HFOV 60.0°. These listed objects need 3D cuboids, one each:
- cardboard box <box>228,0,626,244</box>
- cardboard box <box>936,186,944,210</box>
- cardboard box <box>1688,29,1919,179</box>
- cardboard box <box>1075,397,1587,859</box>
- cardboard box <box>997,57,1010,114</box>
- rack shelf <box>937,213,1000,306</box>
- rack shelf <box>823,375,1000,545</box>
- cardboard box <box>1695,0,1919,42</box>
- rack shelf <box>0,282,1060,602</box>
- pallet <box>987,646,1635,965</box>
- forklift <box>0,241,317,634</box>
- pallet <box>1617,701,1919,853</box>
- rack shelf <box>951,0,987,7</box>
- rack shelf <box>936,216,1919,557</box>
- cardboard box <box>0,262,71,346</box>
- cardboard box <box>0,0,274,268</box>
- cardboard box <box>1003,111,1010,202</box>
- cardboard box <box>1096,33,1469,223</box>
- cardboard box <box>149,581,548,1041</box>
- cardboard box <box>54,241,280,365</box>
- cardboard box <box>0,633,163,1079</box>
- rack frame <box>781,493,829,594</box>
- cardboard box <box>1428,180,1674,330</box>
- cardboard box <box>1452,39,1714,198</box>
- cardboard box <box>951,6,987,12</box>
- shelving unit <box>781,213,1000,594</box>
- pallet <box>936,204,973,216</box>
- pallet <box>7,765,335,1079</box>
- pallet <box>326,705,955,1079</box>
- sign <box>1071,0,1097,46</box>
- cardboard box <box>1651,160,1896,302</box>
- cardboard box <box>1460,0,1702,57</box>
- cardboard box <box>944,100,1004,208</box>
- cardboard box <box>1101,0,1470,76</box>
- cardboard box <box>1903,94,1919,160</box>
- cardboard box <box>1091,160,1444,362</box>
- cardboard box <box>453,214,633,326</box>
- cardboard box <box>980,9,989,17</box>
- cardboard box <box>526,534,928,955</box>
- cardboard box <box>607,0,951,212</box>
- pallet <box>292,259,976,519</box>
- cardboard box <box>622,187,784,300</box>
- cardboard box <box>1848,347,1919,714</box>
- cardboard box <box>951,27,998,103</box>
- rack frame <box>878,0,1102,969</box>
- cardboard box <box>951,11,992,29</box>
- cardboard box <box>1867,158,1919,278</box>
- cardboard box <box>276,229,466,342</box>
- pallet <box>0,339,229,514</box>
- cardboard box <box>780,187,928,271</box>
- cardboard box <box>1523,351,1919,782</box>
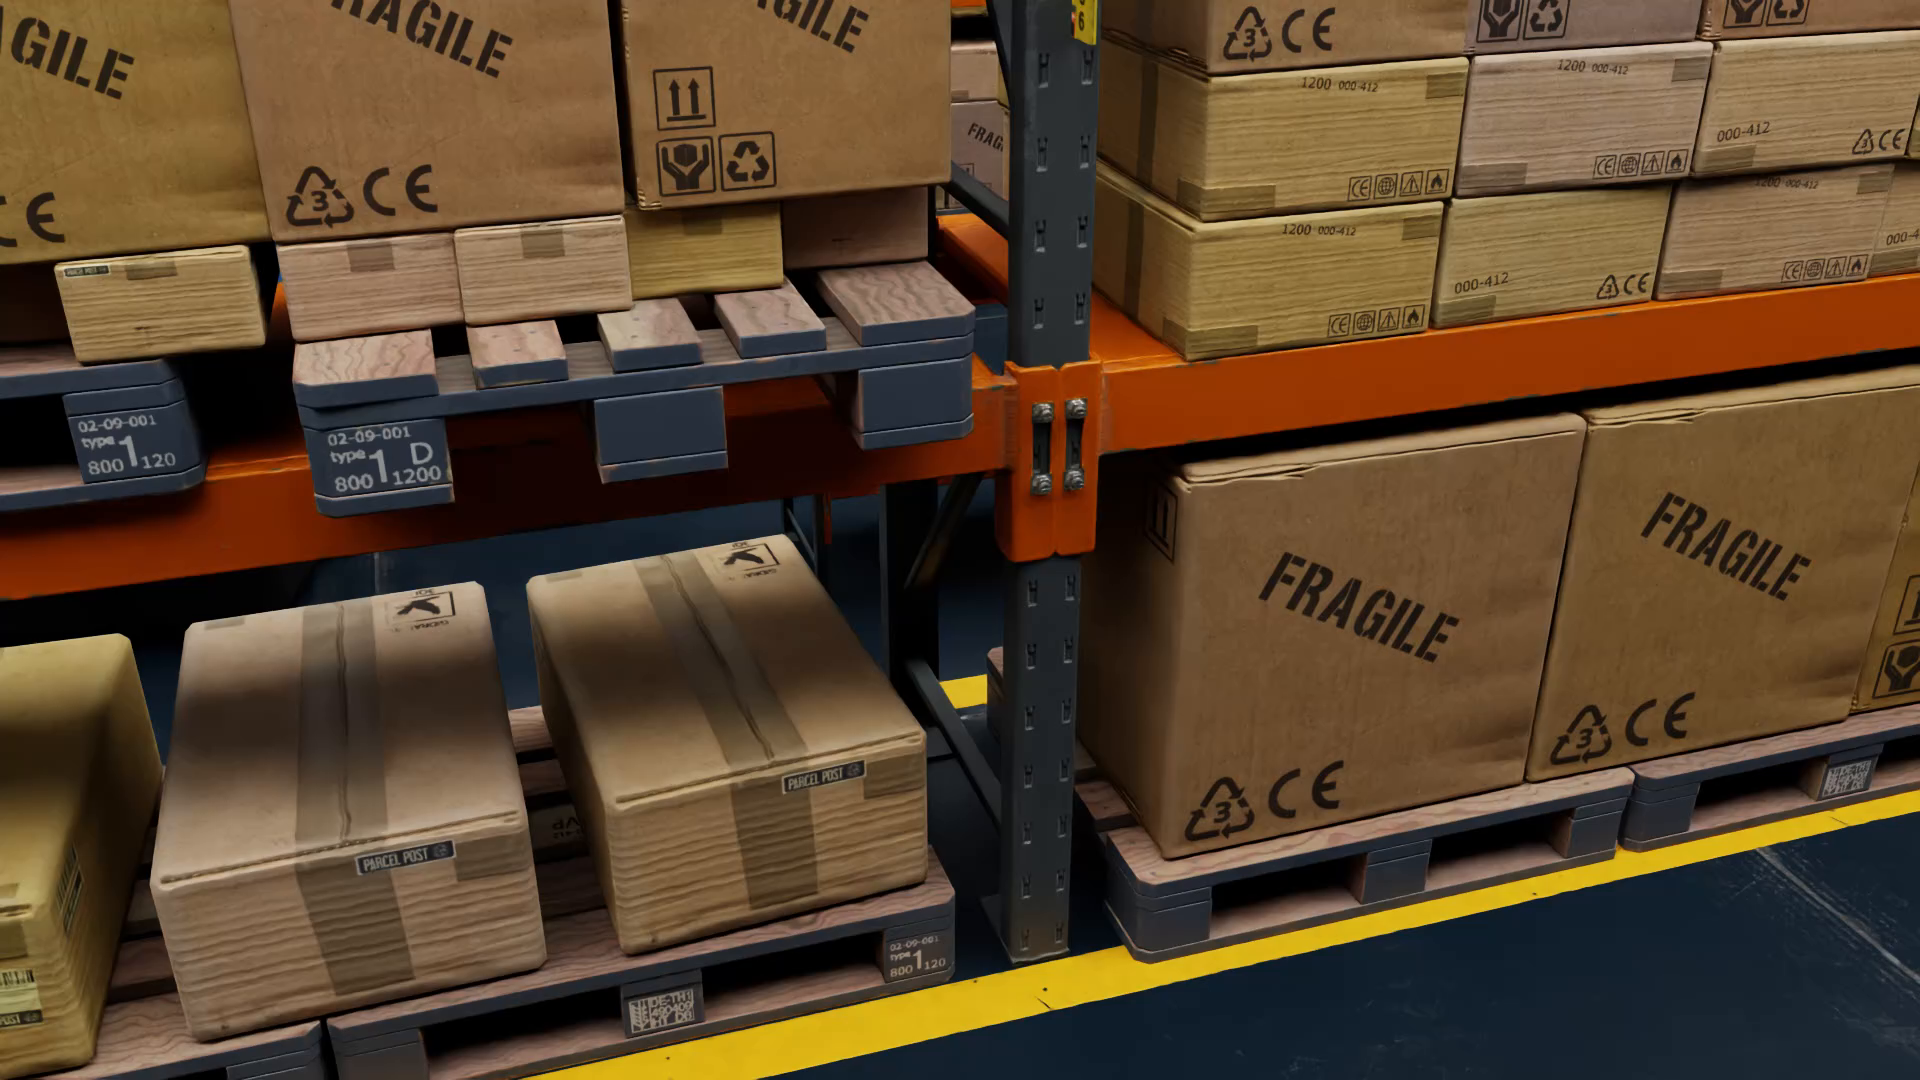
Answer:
[{"bbox_3d":[-0.820,-0.783,2.535,0.500,0.500,0.500,-9,28,-17],"label":"cardboard box"},{"bbox_3d":[-0.386,-1.881,8.004,0.500,0.500,0.500,-8,27,-15],"label":"cardboard box"},{"bbox_3d":[1.542,-0.929,3.355,0.500,0.250,0.500,-8,28,-16],"label":"cardboard box"},{"bbox_3d":[0.697,0.031,3.732,0.875,0.875,0.875,-8,28,-17],"label":"cardboard box"},{"bbox_3d":[0.397,-1.004,3.505,0.500,0.250,0.500,-8,28,-16],"label":"cardboard box"},{"bbox_3d":[0.006,-0.767,4.872,1.000,0.278,0.538,-8,28,-16],"label":"rack shelf"},{"bbox_3d":[0.006,-0.286,5.110,1.000,0.278,0.538,-8,28,-16],"label":"rack shelf"},{"bbox_3d":[1.525,-1.267,3.192,0.500,0.500,0.500,-7,27,-15],"label":"cardboard box"},{"bbox_3d":[-1.887,-0.075,2.837,4.000,0.370,1.077,-8,28,-16],"label":"rack shelf"},{"bbox_3d":[0.788,0.499,4.007,1.213,0.211,1.003,-8,28,-16],"label":"pallet"},{"bbox_3d":[-3.443,-1.218,4.407,3.031,2.935,1.130,-2,26,-3],"label":"forklift"},{"bbox_3d":[1.946,0.333,4.342,1.213,0.211,1.003,-8,28,-16],"label":"pallet"},{"bbox_3d":[0.287,-2.705,8.135,4.000,0.370,1.077,-8,28,-16],"label":"rack shelf"},{"bbox_3d":[1.916,-0.626,3.947,4.000,0.370,1.077,-8,28,-16],"label":"rack shelf"},{"bbox_3d":[-1.460,-0.426,2.546,0.250,0.149,0.380,-8,28,-16],"label":"cardboard box"},{"bbox_3d":[-1.299,-0.713,2.394,0.500,0.500,0.500,-10,28,-20],"label":"cardboard box"},{"bbox_3d":[0.415,-0.785,3.627,0.500,0.250,0.500,-9,28,-18],"label":"cardboard box"},{"bbox_3d":[0.573,-0.795,3.085,0.500,0.250,0.500,-8,28,-16],"label":"cardboard box"},{"bbox_3d":[-1.225,0.495,3.363,0.625,0.372,0.950,-9,28,-17],"label":"cardboard box"},{"bbox_3d":[-1.182,-0.408,2.508,0.250,0.149,0.380,-8,27,-15],"label":"cardboard box"},{"bbox_3d":[-1.948,0.597,3.158,0.625,0.372,0.950,-7,27,-14],"label":"cardboard box"},{"bbox_3d":[-0.477,-0.435,4.861,0.032,1.125,0.500,-8,28,-16],"label":"rack frame"},{"bbox_3d":[1.041,-0.645,3.344,0.500,0.250,0.500,-9,28,-18],"label":"cardboard box"},{"bbox_3d":[1.065,-0.866,3.227,0.500,0.250,0.500,-8,27,-15],"label":"cardboard box"},{"bbox_3d":[0.147,-4.554,12.966,0.875,0.875,1.225,-8,28,-16],"label":"cardboard box"},{"bbox_3d":[0.006,-0.505,5.002,1.048,1.125,0.538,-8,28,-16],"label":"shelving unit"},{"bbox_3d":[0.287,-1.776,8.591,1.213,0.211,1.003,-8,28,-16],"label":"pallet"},{"bbox_3d":[-1.887,0.849,3.302,1.213,0.211,1.003,-8,28,-16],"label":"pallet"},{"bbox_3d":[-0.729,0.683,3.637,1.213,0.211,1.003,-8,28,-16],"label":"pallet"},{"bbox_3d":[0.192,-0.928,2.533,0.005,0.325,0.100,-8,28,-16],"label":"sign"},{"bbox_3d":[1.541,-0.715,3.485,0.500,0.250,0.500,-7,27,-14],"label":"cardboard box"},{"bbox_3d":[1.028,-1.202,3.062,0.500,0.500,0.500,-8,28,-16],"label":"cardboard box"},{"bbox_3d":[0.101,-1.953,8.150,0.500,0.500,0.500,-9,28,-17],"label":"cardboard box"},{"bbox_3d":[0.559,-1.130,2.916,0.500,0.500,0.500,-9,28,-18],"label":"cardboard box"},{"bbox_3d":[2.029,-0.993,3.484,0.500,0.250,0.500,-8,27,-15],"label":"cardboard box"},{"bbox_3d":[0.558,-0.567,3.187,0.500,0.250,0.500,-9,28,-17],"label":"cardboard box"},{"bbox_3d":[-0.682,-0.483,2.659,0.250,0.149,0.380,-8,28,-17],"label":"cardboard box"},{"bbox_3d":[0.413,-2.574,8.558,0.500,0.250,0.500,-7,27,-14],"label":"cardboard box"},{"bbox_3d":[-0.526,0.390,3.575,0.625,0.372,0.950,-10,28,-20],"label":"cardboard box"},{"bbox_3d":[-0.331,-0.859,2.688,0.500,0.500,0.500,-9,28,-18],"label":"cardboard box"},{"bbox_3d":[-0.630,-0.444,2.986,1.003,0.211,1.213,-8,28,-16],"label":"pallet"},{"bbox_3d":[-0.457,-0.536,2.767,0.250,0.149,0.380,-8,27,-15],"label":"cardboard box"},{"bbox_3d":[2.397,-0.213,4.224,0.875,0.875,0.875,-7,27,-15],"label":"cardboard box"},{"bbox_3d":[0.073,-2.281,7.968,0.500,0.250,0.500,-8,28,-16],"label":"cardboard box"},{"bbox_3d":[0.015,-0.673,3.232,0.127,3.000,1.000,-8,28,-16],"label":"rack frame"},{"bbox_3d":[-0.080,-2.499,8.406,0.500,0.250,0.500,-8,27,-15],"label":"cardboard box"},{"bbox_3d":[2.009,-0.784,3.625,0.500,0.250,0.500,-8,28,-16],"label":"cardboard box"},{"bbox_3d":[-0.924,-0.451,2.596,0.250,0.149,0.380,-10,28,-19],"label":"cardboard box"},{"bbox_3d":[-1.855,-0.297,2.691,1.213,0.211,1.003,-8,28,-16],"label":"pallet"},{"bbox_3d":[-0.224,-0.604,2.903,0.250,0.149,0.380,-7,27,-14],"label":"cardboard box"},{"bbox_3d":[1.547,-0.090,3.976,0.875,0.875,0.875,-8,27,-15],"label":"cardboard box"}]
